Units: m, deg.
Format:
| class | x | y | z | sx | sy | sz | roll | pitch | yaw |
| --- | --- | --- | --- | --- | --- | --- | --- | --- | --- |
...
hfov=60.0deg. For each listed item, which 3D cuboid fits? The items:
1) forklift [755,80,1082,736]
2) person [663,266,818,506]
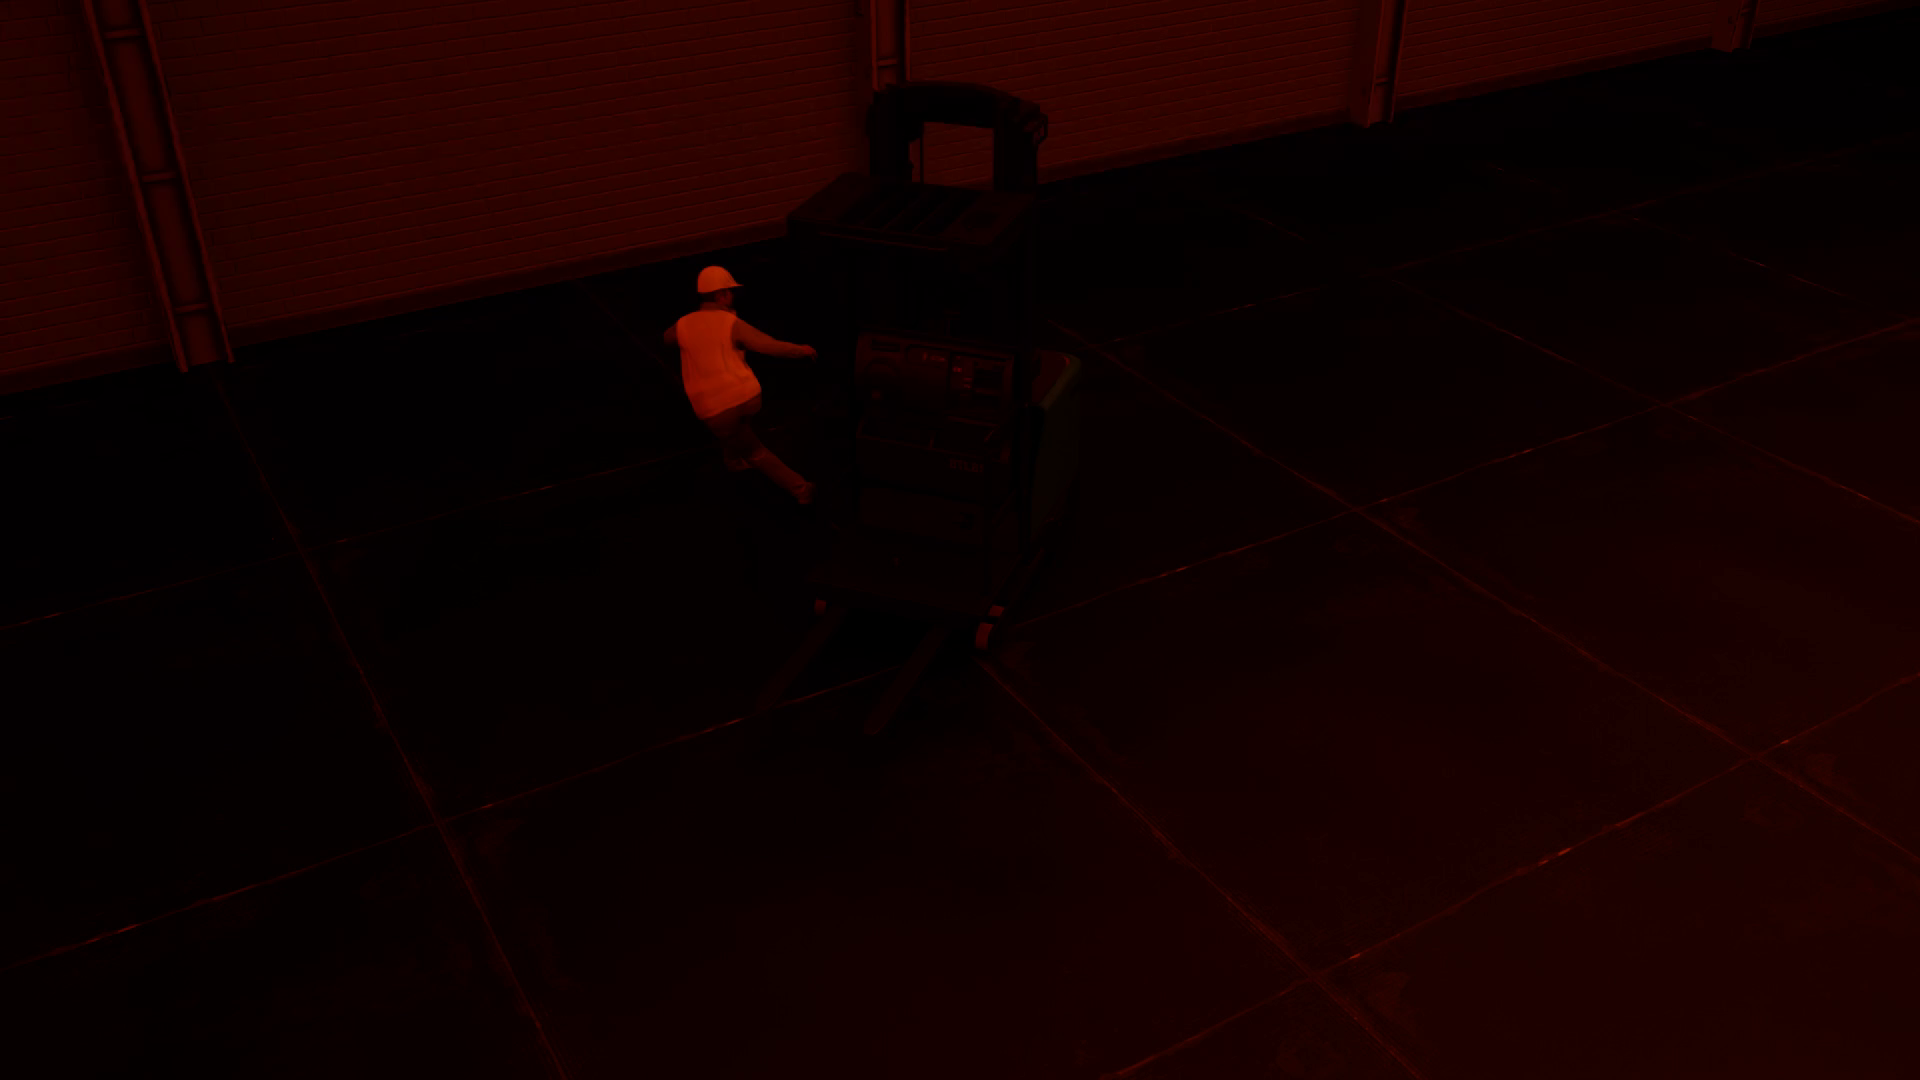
| class | x | y | z | sx | sy | sz | roll | pitch | yaw |
| --- | --- | --- | --- | --- | --- | --- | --- | --- | --- |
| forklift | -0.219 | -0.865 | 9.091 | 1.130 | 2.935 | 3.031 | 11 | 33 | 18 |
| person | -1.390 | -1.030 | 10.708 | 0.960 | 1.519 | 0.929 | -7 | 32 | -11 |
